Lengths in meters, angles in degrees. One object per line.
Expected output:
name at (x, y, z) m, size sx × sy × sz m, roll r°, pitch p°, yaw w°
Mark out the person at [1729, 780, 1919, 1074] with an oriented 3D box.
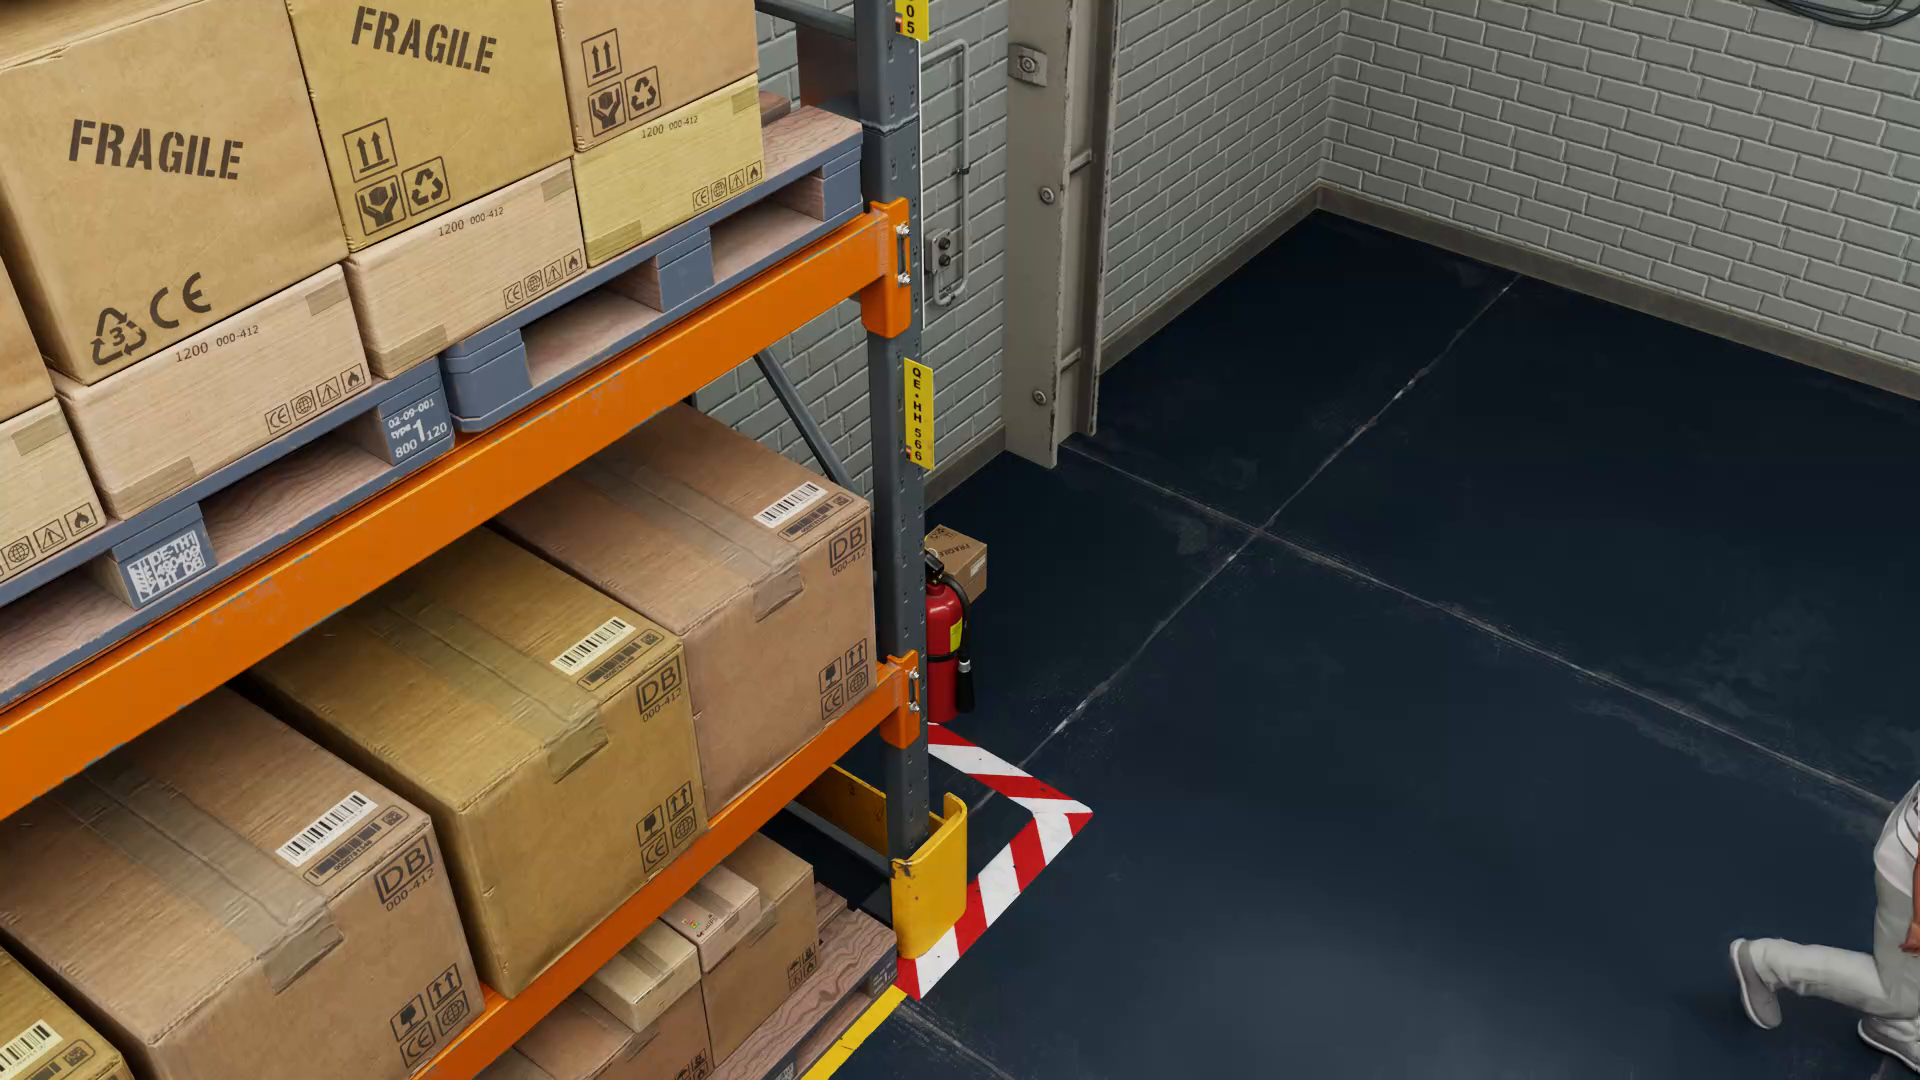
person at (2.874, 0.949, 4.926) m, size 0.753 × 1.747 × 0.538 m, roll 27°, pitch 46°, yaw 30°
